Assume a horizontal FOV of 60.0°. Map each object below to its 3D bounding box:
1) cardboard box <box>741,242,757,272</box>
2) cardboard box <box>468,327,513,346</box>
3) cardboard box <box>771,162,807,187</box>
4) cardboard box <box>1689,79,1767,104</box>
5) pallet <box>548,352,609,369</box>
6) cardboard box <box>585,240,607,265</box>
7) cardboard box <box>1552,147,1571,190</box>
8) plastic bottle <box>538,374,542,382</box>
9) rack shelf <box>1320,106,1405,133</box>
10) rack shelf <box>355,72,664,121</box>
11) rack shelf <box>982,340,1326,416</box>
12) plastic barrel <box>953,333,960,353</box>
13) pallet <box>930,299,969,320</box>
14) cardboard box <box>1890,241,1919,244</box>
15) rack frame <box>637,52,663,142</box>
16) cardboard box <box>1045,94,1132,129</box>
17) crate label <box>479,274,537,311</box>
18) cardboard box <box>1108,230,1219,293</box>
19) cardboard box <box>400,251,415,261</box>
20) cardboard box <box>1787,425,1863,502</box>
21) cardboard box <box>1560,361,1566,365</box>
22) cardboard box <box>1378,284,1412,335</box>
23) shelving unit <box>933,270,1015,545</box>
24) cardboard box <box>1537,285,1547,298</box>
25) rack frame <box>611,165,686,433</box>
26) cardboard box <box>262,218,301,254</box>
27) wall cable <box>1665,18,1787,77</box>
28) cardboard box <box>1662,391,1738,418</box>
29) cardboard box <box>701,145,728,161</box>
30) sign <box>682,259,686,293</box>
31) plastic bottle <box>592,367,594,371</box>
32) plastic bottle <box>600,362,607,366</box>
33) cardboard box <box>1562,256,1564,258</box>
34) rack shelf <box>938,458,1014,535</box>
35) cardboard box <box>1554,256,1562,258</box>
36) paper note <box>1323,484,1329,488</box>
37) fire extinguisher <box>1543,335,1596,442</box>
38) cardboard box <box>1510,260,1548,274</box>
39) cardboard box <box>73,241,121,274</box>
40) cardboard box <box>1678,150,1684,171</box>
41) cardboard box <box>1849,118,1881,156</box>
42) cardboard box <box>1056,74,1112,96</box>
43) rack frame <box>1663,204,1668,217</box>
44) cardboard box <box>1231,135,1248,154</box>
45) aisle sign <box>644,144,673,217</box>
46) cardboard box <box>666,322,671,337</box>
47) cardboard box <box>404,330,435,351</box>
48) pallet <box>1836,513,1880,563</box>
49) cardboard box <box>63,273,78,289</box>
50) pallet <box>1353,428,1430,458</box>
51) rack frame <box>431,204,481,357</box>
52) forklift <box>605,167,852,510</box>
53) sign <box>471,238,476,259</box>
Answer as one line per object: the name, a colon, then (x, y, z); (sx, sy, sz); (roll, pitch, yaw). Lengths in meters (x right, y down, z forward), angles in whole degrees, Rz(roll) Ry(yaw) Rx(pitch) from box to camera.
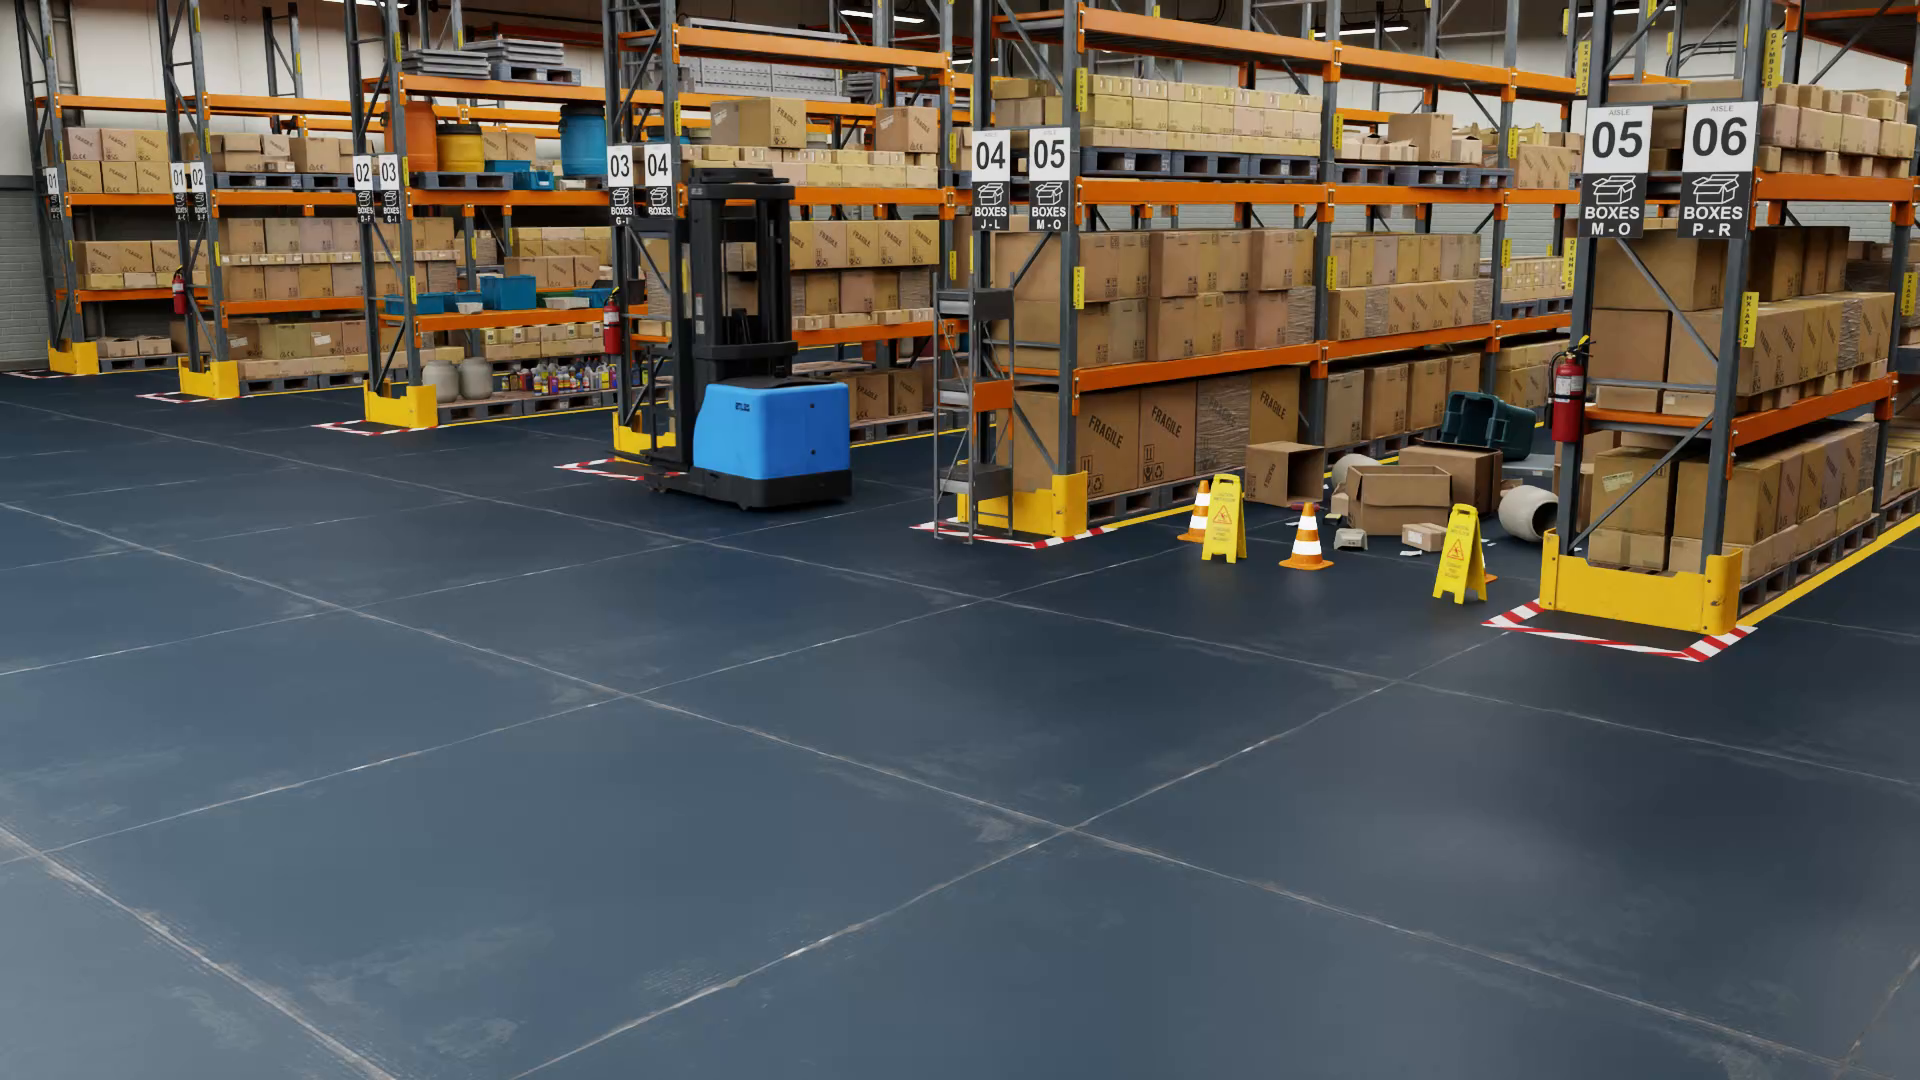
cardboard box: (-2.236, -3.050, 17.255); (0.500, 0.500, 0.500); (10, 15, 40)
cardboard box: (-7.477, -3.277, 26.478); (0.500, 0.311, 0.500); (10, 15, 41)
cardboard box: (-1.961, -3.830, 17.454); (0.500, 0.250, 0.500); (10, 15, 40)
cardboard box: (4.693, -2.730, 10.167); (0.380, 0.149, 0.250); (10, 15, 40)
pallet: (-6.675, -3.043, 27.905); (1.003, 0.211, 1.213); (10, 15, 40)
cardboard box: (-7.489, -5.814, 33.596); (0.500, 0.500, 0.500); (10, 15, 42)
cardboard box: (7.029, -4.486, 20.097); (0.500, 0.500, 0.500); (10, 15, 40)
plastic bottle: (-5.592, -2.098, 22.077); (0.097, 0.201, 0.097); (0, 11, 0)
rack shelf: (6.103, -6.699, 26.634); (1.077, 0.370, 4.000); (10, 15, 40)
rack shelf: (-5.539, -5.574, 21.001); (1.077, 0.370, 4.000); (10, 15, 40)
rack shelf: (1.840, -1.532, 15.058); (1.077, 0.370, 4.000); (10, 15, 40)
plastic barrel: (-0.217, -3.385, 27.779); (0.421, 0.512, 0.421); (0, 11, 0)
pallet: (0.115, -2.834, 20.234); (1.003, 0.211, 1.213); (10, 15, 40)
cardboard box: (8.162, -2.469, 14.172); (0.380, 0.149, 0.250); (11, 16, 43)
rack frame: (-6.380, -8.875, 34.671); (1.000, 3.000, 0.127); (10, 15, 40)
cardboard box: (1.032, -3.426, 13.345); (0.500, 0.250, 0.500); (10, 15, 40)
crate label: (-5.848, -3.210, 21.533); (0.502, 0.435, 0.616); (10, 15, 40)
cardboard box: (1.812, -2.495, 14.906); (0.875, 0.550, 0.500); (10, 15, 40)
cardboard box: (-8.464, -4.302, 25.180); (0.380, 0.149, 0.250); (10, 15, 40)
cardboard box: (6.422, -0.582, 12.501); (0.500, 0.500, 0.500); (10, 15, 41)
cardboard box: (7.461, -2.044, 21.097); (0.500, 0.500, 0.500); (9, 15, 39)
cardboard box: (4.375, -2.418, 17.403); (0.500, 0.500, 0.500); (10, 15, 40)
shelving unit: (0.109, -1.054, 13.127); (0.431, 2.100, 0.503); (10, 15, 40)
cardboard box: (6.954, -3.048, 20.384); (0.380, 0.149, 0.250); (10, 15, 42)
rack frame: (-3.139, -2.246, 16.800); (1.000, 3.000, 0.127); (10, 15, 40)
cardboard box: (-9.882, -4.366, 23.844); (0.700, 0.500, 0.500); (9, 15, 39)
wall cable: (13.744, -9.506, 29.617); (2.277, 5.999, 0.120); (10, 15, 40)
cardboard box: (4.685, -0.865, 10.526); (0.380, 0.149, 0.250); (10, 15, 41)
cardboard box: (-2.540, -3.876, 16.663); (0.380, 0.149, 0.250); (10, 15, 42)
sign: (-2.731, -2.601, 16.364); (0.100, 0.325, 0.005); (10, 15, 40)
plastic bottle: (-4.861, -2.161, 22.183); (0.061, 0.283, 0.133); (10, 15, 40)
plastic bottle: (-4.951, -2.314, 22.969); (0.152, 0.276, 0.135); (10, 15, 42)
cardboard box: (8.549, -3.658, 22.854); (0.500, 0.500, 0.500); (10, 15, 40)
rack shelf: (0.109, -0.354, 13.267); (0.431, 0.518, 0.480); (10, 15, 40)
cardboard box: (7.836, -3.732, 22.287); (0.380, 0.149, 0.250); (11, 16, 43)
paper note: (3.397, -0.507, 15.670); (0.147, 0.020, 0.142); (0, 11, 1)
fire extinguisher: (3.884, -0.970, 10.606); (0.296, 0.674, 0.183); (10, 15, 40)
cardboard box: (6.945, -3.339, 20.321); (0.380, 0.149, 0.250); (11, 16, 43)
cardboard box: (-13.760, -4.503, 26.515); (0.500, 0.500, 0.500); (10, 15, 40)
cardboard box: (4.470, -2.442, 10.764); (0.380, 0.149, 0.250); (10, 15, 41)
cardboard box: (6.176, -2.849, 11.784); (0.500, 0.250, 0.500); (9, 15, 39)
cardboard box: (0.980, -3.592, 13.156); (0.380, 0.149, 0.250); (10, 15, 41)
rack frame: (11.082, -3.944, 25.301); (1.000, 3.000, 0.127); (10, 15, 40)
cardboard box: (2.321, -3.499, 14.726); (0.380, 0.149, 0.250); (10, 15, 40)
aisle sign: (-2.954, -3.473, 16.305); (0.394, 0.787, 0.004); (10, 15, 40)
cardboard box: (-2.772, -2.134, 16.880); (0.380, 0.149, 0.250); (10, 15, 40)
cardboard box: (-8.418, -3.173, 25.472); (0.500, 0.500, 0.500); (10, 15, 40)
pallet: (6.529, -0.083, 13.087); (1.003, 0.211, 1.213); (10, 15, 40)
cardboard box: (-14.138, -4.198, 26.902); (0.500, 0.250, 0.500); (10, 15, 41)
pallet: (4.419, -1.115, 18.254); (1.003, 0.211, 1.213); (10, 15, 40)
rack frame: (-7.937, -4.116, 26.162); (1.000, 3.000, 0.127); (10, 15, 40)
forklift: (-2.299, -1.928, 15.383); (1.130, 2.935, 3.031); (-9, 15, -39)
sign: (-7.519, -4.508, 25.711); (0.100, 0.325, 0.005); (10, 15, 40)
